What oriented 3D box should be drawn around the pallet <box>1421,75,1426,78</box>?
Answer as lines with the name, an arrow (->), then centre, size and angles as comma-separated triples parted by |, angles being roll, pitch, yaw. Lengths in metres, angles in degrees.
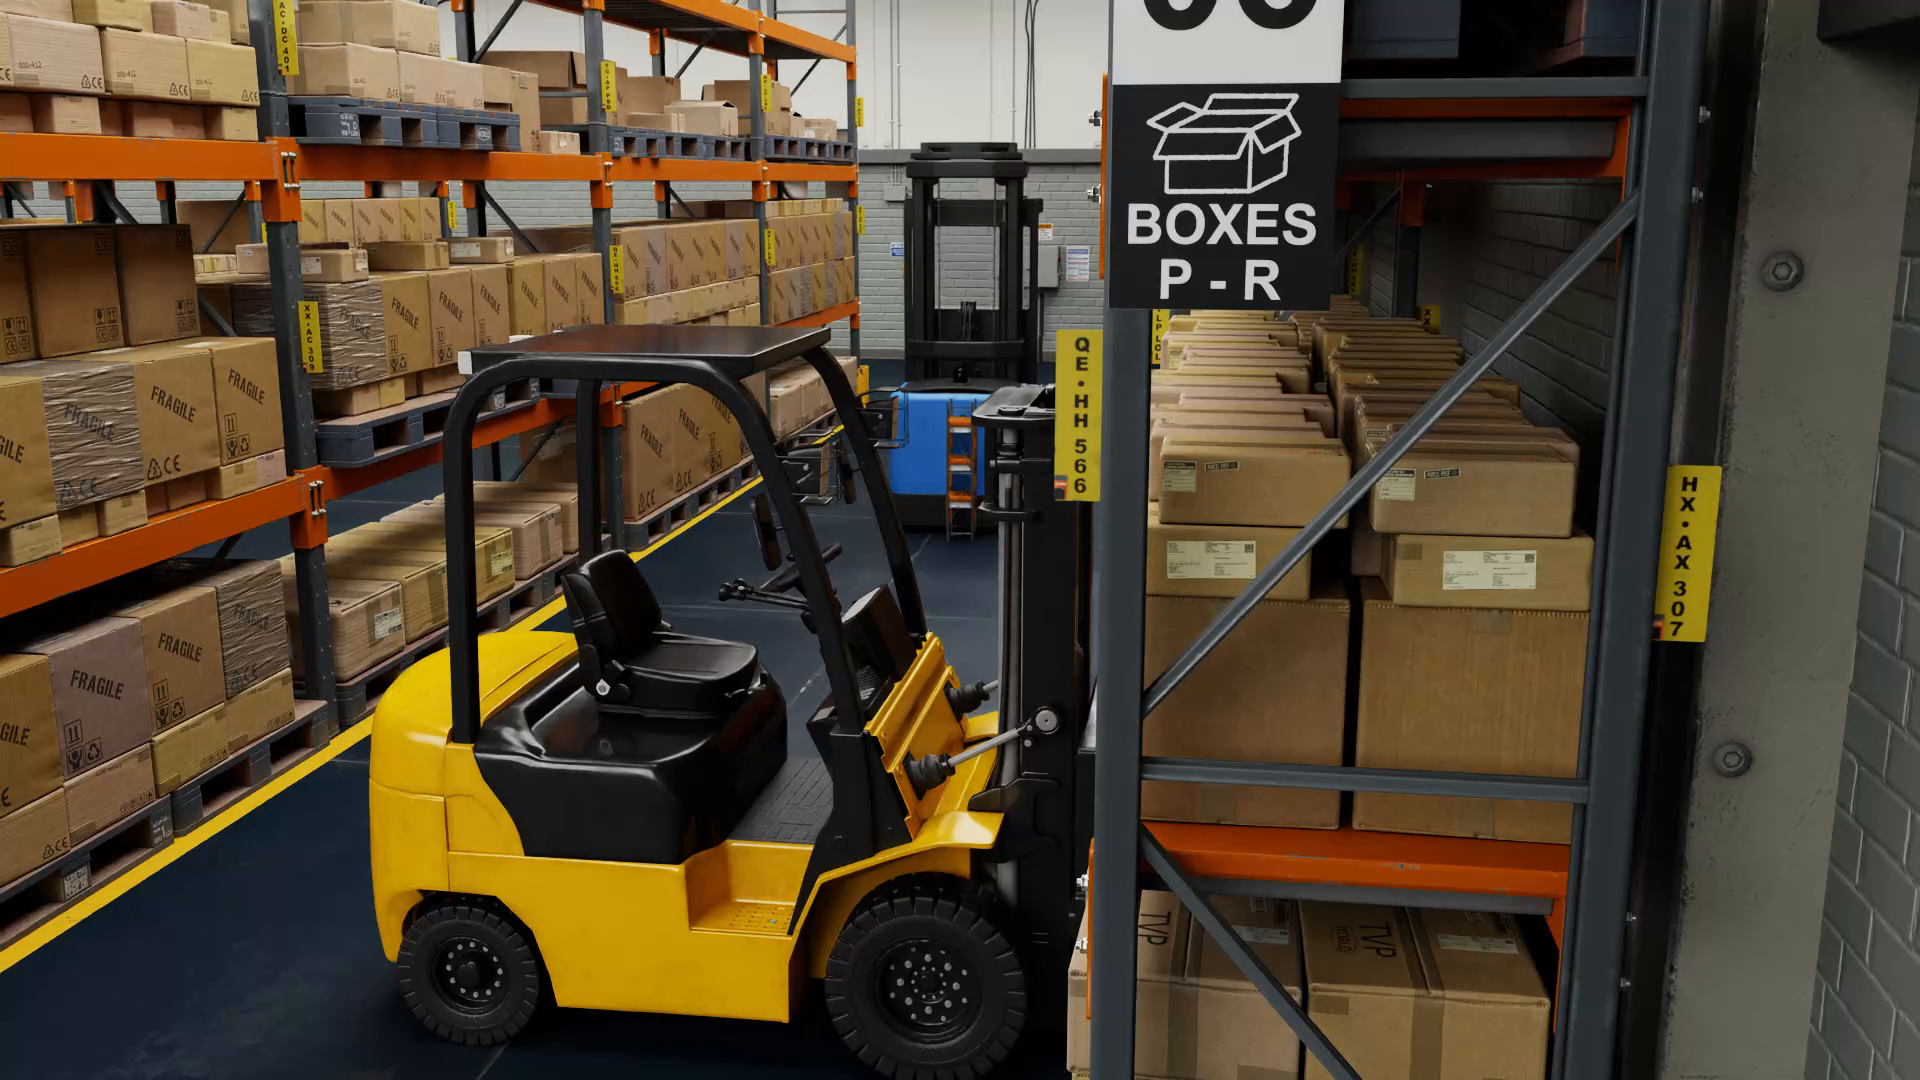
pallet -> 1.274, -1.609, 5.931 | 1.003, 0.211, 1.213 | 2, 12, 9

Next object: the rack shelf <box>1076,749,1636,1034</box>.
rack shelf -> 1.072, 0.403, 5.209 | 1.077, 0.370, 4.000 | 2, 12, 9

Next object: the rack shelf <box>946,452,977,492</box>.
rack shelf -> 0.012, -0.508, 12.408 | 0.215, 0.259, 0.240 | 1, 12, 5

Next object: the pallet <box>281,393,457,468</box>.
pallet -> -3.264, -0.585, 8.545 | 1.003, 0.211, 1.213 | 2, 12, 9

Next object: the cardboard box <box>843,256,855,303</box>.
cardboard box -> -1.493, -2.963, 18.883 | 0.500, 0.500, 0.500 | 2, 12, 9

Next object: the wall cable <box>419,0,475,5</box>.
wall cable -> -7.197, -8.914, 24.862 | 2.277, 5.999, 0.120 | 2, 12, 9

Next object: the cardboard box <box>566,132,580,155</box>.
cardboard box -> -2.751, -2.629, 11.046 | 0.380, 0.149, 0.250 | 2, 12, 9

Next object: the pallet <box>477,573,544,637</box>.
pallet -> -3.222, 0.422, 10.036 | 1.003, 0.211, 1.213 | 2, 12, 9

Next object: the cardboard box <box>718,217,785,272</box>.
cardboard box -> -1.983, -2.819, 15.843 | 0.500, 0.500, 0.500 | 2, 12, 9

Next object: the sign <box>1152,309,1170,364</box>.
sign -> 0.842, -0.907, 7.024 | 0.100, 0.325, 0.005 | 2, 12, 9

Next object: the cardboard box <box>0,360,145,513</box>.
cardboard box -> -3.496, -0.403, 6.299 | 0.500, 0.500, 0.500 | 2, 12, 10

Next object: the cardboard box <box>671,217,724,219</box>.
cardboard box -> -2.496, -2.835, 15.917 | 0.500, 0.500, 0.500 | 2, 12, 8

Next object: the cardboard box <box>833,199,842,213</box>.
cardboard box -> -1.509, -3.686, 18.327 | 0.380, 0.149, 0.250 | 2, 12, 8

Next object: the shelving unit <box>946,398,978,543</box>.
shelving unit -> 0.012, -0.518, 12.406 | 0.215, 1.050, 0.252 | 1, 12, 5

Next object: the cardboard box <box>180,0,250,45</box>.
cardboard box -> -3.562, -2.492, 7.990 | 0.500, 0.250, 0.500 | 2, 12, 10

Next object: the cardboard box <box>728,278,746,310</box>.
cardboard box -> -2.192, -2.157, 14.552 | 0.500, 0.250, 0.500 | 2, 12, 10

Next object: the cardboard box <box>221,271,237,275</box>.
cardboard box -> -7.068, -2.468, 15.719 | 0.380, 0.149, 0.250 | 2, 12, 10

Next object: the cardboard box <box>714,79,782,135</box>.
cardboard box -> -1.997, -4.075, 15.691 | 0.500, 0.500, 0.500 | 2, 12, 10

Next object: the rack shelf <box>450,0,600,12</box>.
rack shelf -> -3.218, -3.327, 9.226 | 1.077, 0.370, 4.000 | 2, 12, 9

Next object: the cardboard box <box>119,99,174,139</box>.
cardboard box -> -3.414, -1.689, 6.686 | 0.380, 0.149, 0.250 | 2, 12, 9

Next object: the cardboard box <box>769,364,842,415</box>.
cardboard box -> -1.815, -1.644, 18.087 | 0.875, 0.438, 0.875 | 2, 12, 10

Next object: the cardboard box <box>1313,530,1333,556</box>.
cardboard box -> 0.669, 0.200, 4.206 | 0.500, 0.500, 0.500 | 2, 12, 10

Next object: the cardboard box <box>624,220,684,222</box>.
cardboard box -> -2.698, -2.539, 14.542 | 0.500, 0.500, 0.500 | 2, 12, 8

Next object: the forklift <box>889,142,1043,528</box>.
forklift -> 0.115, -1.785, 13.817 | 1.130, 2.935, 3.031 | 1, 12, 6

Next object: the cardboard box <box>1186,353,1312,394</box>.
cardboard box -> 0.897, -0.496, 5.192 | 0.380, 0.149, 0.250 | 2, 12, 9

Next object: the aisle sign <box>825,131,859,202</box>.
aisle sign -> -1.363, -4.298, 19.148 | 0.394, 0.787, 0.004 | 2, 12, 9

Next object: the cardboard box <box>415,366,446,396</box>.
cardboard box -> -3.032, -0.877, 9.044 | 0.380, 0.149, 0.250 | 2, 12, 10

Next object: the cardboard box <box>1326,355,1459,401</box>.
cardboard box -> 1.330, -0.483, 5.129 | 0.380, 0.149, 0.250 | 2, 12, 10

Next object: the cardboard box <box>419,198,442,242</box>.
cardboard box -> -6.411, -3.742, 19.419 | 0.500, 0.500, 0.500 | 2, 12, 7

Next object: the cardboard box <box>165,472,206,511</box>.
cardboard box -> -3.423, -0.221, 6.996 | 0.380, 0.149, 0.250 | 2, 12, 9

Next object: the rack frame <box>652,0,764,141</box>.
rack frame -> -2.295, -5.123, 14.903 | 1.000, 3.000, 0.127 | 2, 12, 9

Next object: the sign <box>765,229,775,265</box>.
sign -> -1.758, -2.702, 15.350 | 0.100, 0.325, 0.005 | 2, 12, 9

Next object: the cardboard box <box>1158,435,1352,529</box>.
cardboard box -> 0.611, -0.125, 3.469 | 0.380, 0.149, 0.250 | 2, 12, 9

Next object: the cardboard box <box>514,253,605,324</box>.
cardboard box -> -2.706, -1.653, 11.105 | 0.500, 0.500, 0.500 | 2, 12, 7

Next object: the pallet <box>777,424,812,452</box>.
pallet -> -2.101, -0.983, 16.552 | 1.003, 0.211, 1.213 | 2, 12, 9

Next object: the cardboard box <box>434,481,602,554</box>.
cardboard box -> -3.007, -0.161, 11.360 | 0.950, 0.372, 0.625 | 1, 12, 5

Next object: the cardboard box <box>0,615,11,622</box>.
cardboard box -> -4.035, 0.581, 6.426 | 0.500, 0.500, 0.500 | 3, 12, 12

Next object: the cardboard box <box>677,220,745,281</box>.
cardboard box -> -2.188, -2.519, 14.449 | 0.500, 0.500, 0.500 | 2, 12, 10

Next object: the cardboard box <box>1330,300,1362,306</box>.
cardboard box -> 2.146, -1.326, 9.747 | 0.380, 0.149, 0.250 | 2, 12, 8

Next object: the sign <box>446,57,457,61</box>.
sign -> -3.458, -3.135, 11.384 | 0.100, 0.325, 0.005 | 2, 12, 9

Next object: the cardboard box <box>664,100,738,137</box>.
cardboard box -> -2.223, -3.628, 14.302 | 0.500, 0.311, 0.500 | 2, 12, 9

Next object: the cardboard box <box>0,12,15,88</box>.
cardboard box -> -3.560, -1.645, 5.538 | 0.500, 0.250, 0.500 | 2, 12, 10

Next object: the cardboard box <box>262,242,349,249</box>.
cardboard box -> -3.566, -1.546, 9.069 | 0.380, 0.149, 0.250 | 1, 12, 6

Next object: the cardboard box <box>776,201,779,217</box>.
cardboard box -> -1.969, -3.211, 16.120 | 0.380, 0.149, 0.250 | 2, 12, 8

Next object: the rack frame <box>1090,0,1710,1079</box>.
rack frame -> 0.761, 0.468, 3.202 | 0.949, 2.616, 0.053 | 2, 12, 9

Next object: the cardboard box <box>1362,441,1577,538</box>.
cardboard box -> 1.027, -0.106, 3.384 | 0.380, 0.149, 0.250 | 2, 12, 8

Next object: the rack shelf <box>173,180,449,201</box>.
rack shelf -> -6.894, -3.860, 17.874 | 1.077, 0.370, 4.000 | 2, 12, 9

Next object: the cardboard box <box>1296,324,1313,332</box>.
cardboard box -> 1.797, -0.957, 8.036 | 0.380, 0.149, 0.250 | 2, 12, 8

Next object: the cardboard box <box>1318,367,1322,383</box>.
cardboard box -> 1.580, -0.602, 6.390 | 0.380, 0.149, 0.250 | 2, 12, 7

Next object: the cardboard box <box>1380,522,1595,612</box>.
cardboard box -> 1.073, 0.040, 3.411 | 0.380, 0.149, 0.250 | 2, 12, 7
